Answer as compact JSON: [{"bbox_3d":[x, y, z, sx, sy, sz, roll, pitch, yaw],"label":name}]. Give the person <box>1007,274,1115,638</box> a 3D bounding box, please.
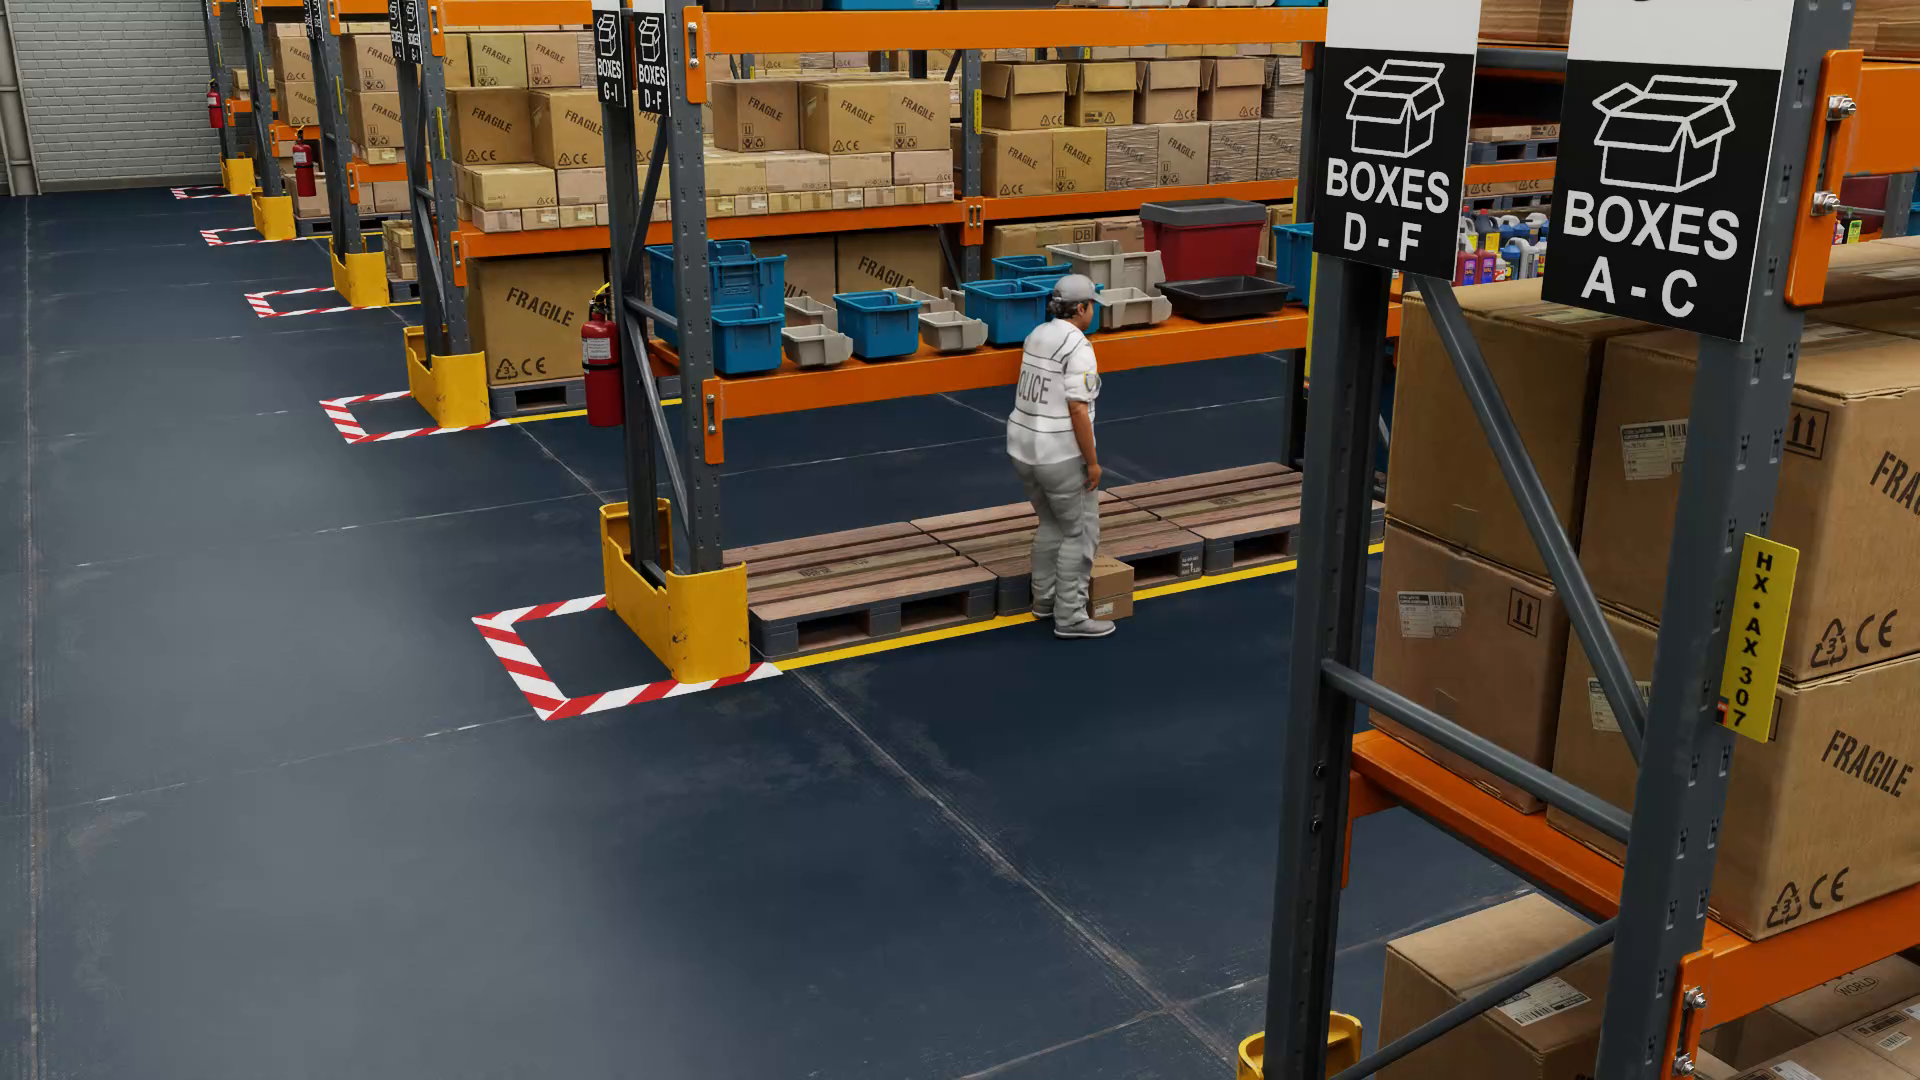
[{"bbox_3d":[0.483,-0.394,7.721,0.470,1.666,0.543,-10,21,-28],"label":"person"}]
